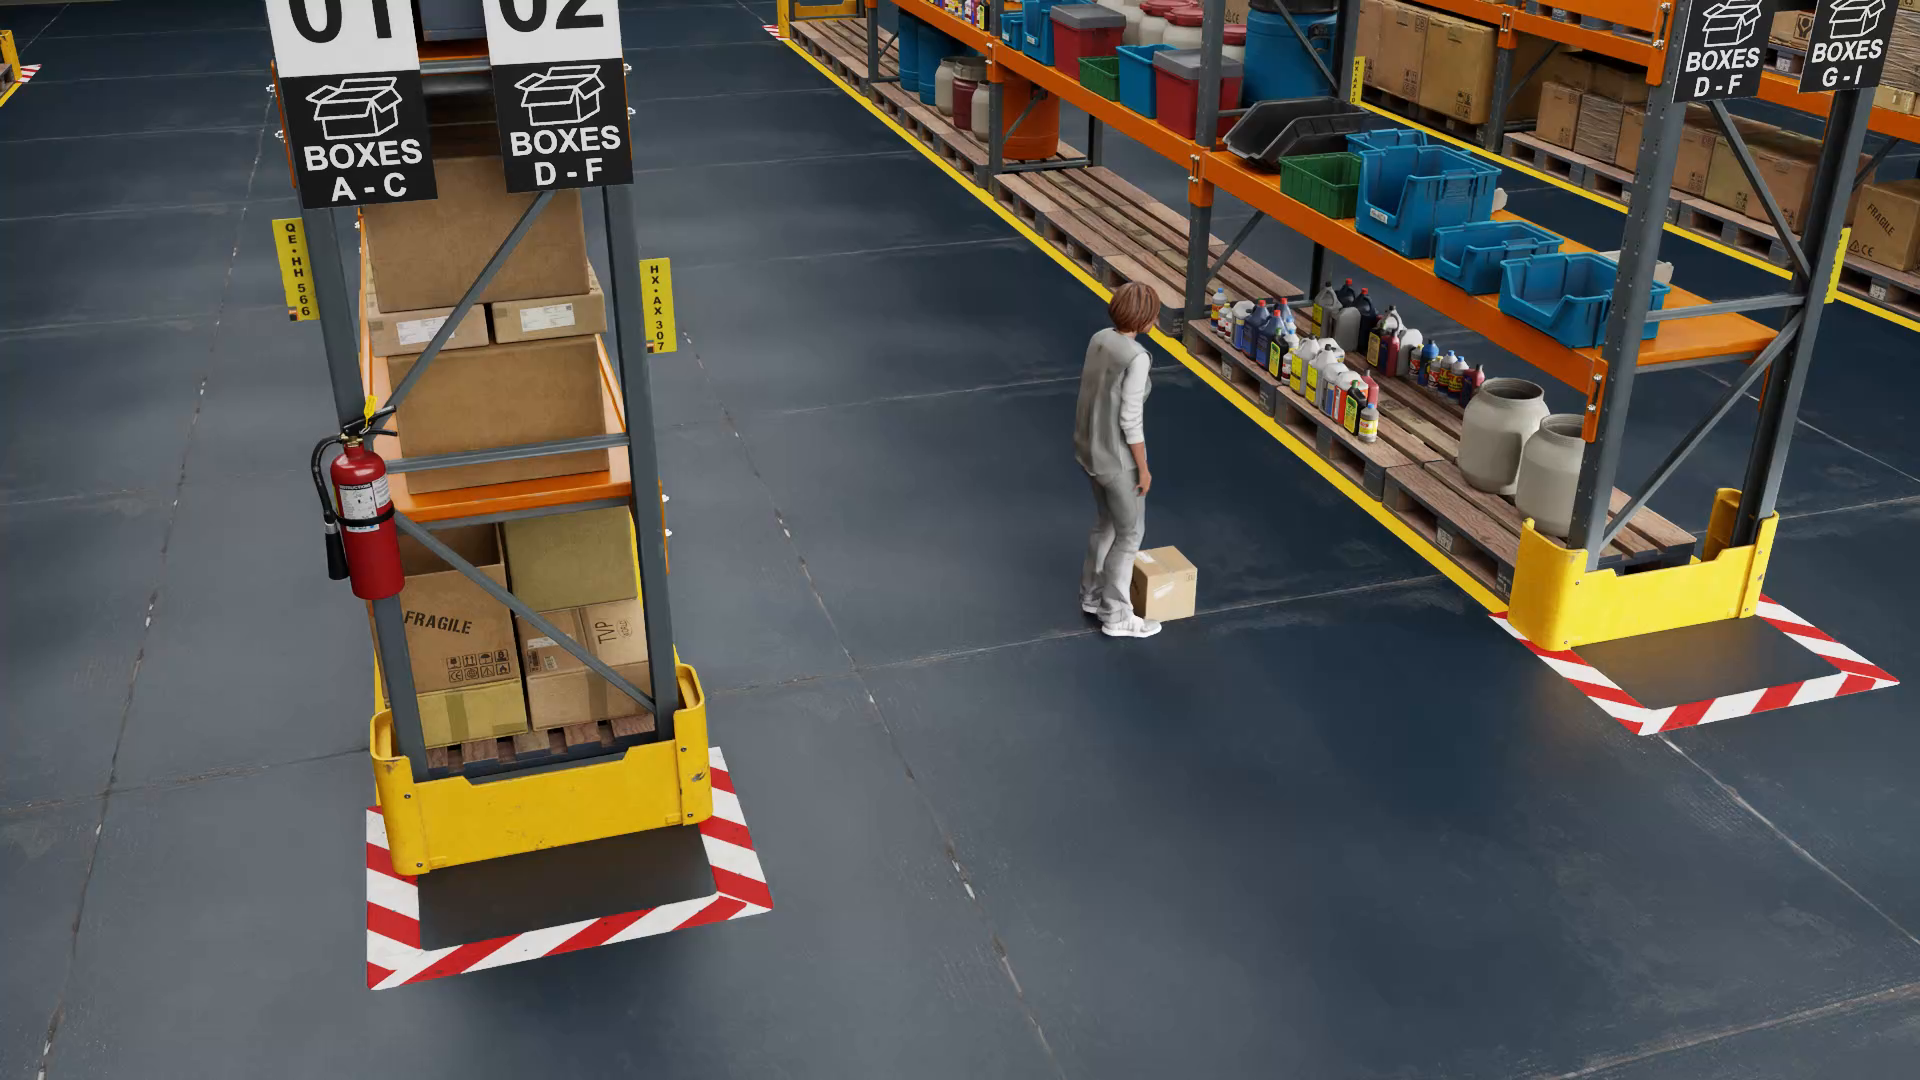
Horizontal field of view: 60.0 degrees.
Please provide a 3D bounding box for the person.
[{"bbox_3d":[0.691,-0.355,7.334,0.347,1.591,0.483,-10,28,-19],"label":"person"}]
